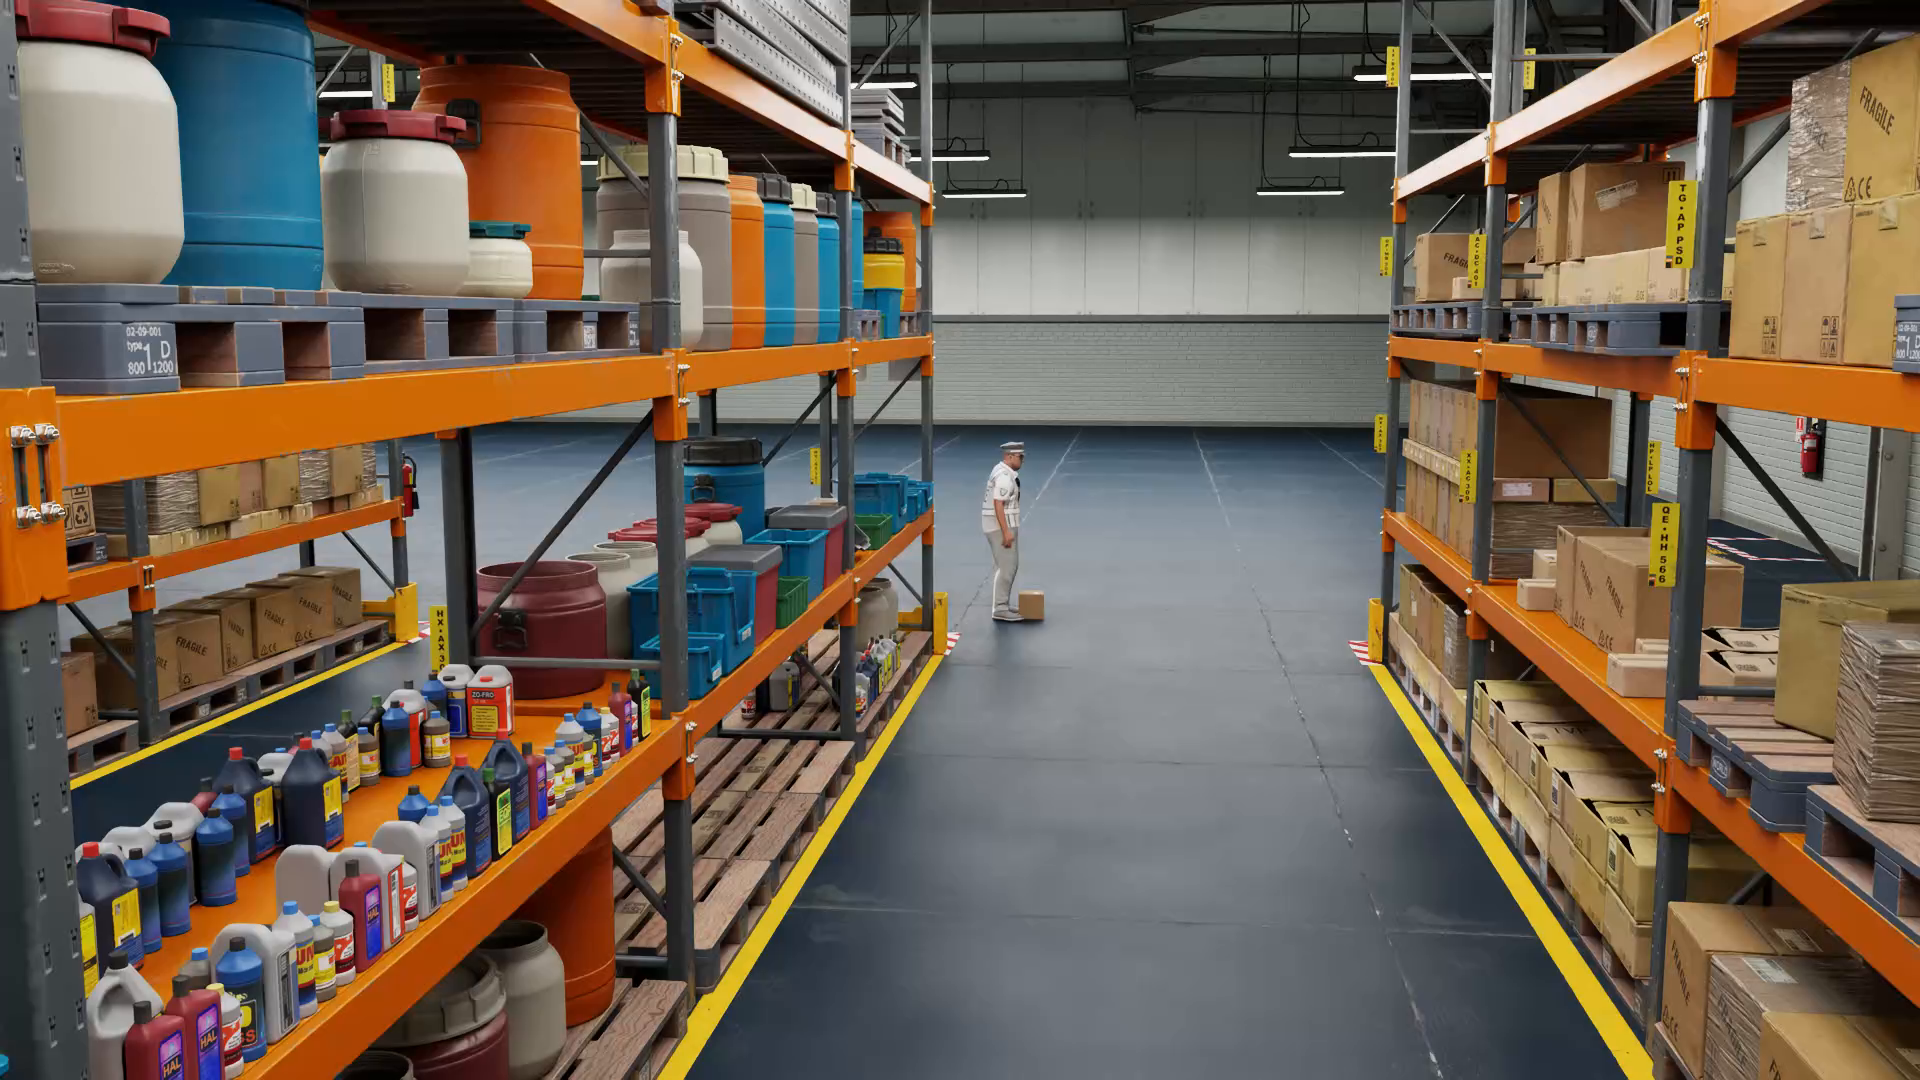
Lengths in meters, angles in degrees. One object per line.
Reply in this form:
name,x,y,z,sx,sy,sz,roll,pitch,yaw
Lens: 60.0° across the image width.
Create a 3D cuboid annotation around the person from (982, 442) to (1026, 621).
person,0.440,-0.100,16.517,0.437,1.748,0.587,1,8,7
